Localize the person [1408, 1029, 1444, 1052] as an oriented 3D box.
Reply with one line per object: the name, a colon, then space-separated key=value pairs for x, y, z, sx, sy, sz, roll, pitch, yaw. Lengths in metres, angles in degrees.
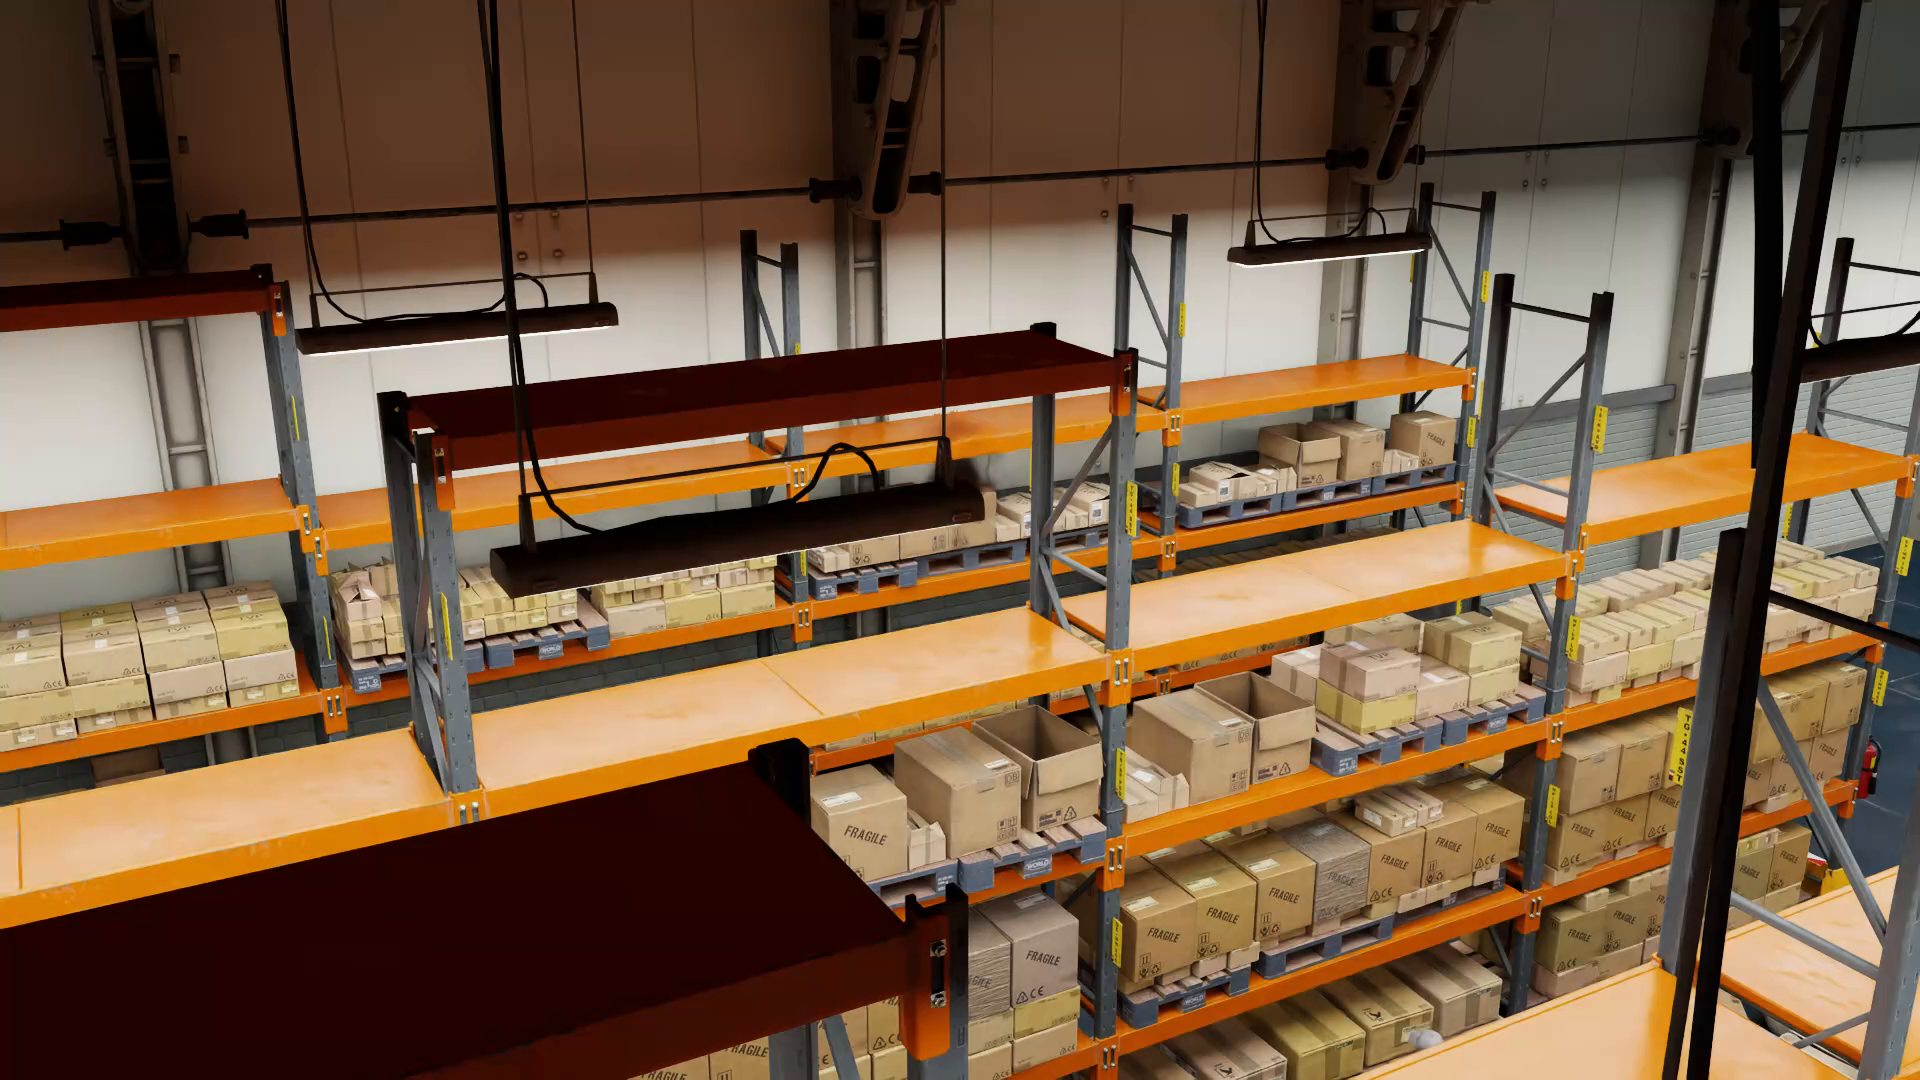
person: x=3.015 y=3.918 z=11.030 sx=0.408 sy=1.690 sz=0.597 roll=7 pitch=19 yaw=20
